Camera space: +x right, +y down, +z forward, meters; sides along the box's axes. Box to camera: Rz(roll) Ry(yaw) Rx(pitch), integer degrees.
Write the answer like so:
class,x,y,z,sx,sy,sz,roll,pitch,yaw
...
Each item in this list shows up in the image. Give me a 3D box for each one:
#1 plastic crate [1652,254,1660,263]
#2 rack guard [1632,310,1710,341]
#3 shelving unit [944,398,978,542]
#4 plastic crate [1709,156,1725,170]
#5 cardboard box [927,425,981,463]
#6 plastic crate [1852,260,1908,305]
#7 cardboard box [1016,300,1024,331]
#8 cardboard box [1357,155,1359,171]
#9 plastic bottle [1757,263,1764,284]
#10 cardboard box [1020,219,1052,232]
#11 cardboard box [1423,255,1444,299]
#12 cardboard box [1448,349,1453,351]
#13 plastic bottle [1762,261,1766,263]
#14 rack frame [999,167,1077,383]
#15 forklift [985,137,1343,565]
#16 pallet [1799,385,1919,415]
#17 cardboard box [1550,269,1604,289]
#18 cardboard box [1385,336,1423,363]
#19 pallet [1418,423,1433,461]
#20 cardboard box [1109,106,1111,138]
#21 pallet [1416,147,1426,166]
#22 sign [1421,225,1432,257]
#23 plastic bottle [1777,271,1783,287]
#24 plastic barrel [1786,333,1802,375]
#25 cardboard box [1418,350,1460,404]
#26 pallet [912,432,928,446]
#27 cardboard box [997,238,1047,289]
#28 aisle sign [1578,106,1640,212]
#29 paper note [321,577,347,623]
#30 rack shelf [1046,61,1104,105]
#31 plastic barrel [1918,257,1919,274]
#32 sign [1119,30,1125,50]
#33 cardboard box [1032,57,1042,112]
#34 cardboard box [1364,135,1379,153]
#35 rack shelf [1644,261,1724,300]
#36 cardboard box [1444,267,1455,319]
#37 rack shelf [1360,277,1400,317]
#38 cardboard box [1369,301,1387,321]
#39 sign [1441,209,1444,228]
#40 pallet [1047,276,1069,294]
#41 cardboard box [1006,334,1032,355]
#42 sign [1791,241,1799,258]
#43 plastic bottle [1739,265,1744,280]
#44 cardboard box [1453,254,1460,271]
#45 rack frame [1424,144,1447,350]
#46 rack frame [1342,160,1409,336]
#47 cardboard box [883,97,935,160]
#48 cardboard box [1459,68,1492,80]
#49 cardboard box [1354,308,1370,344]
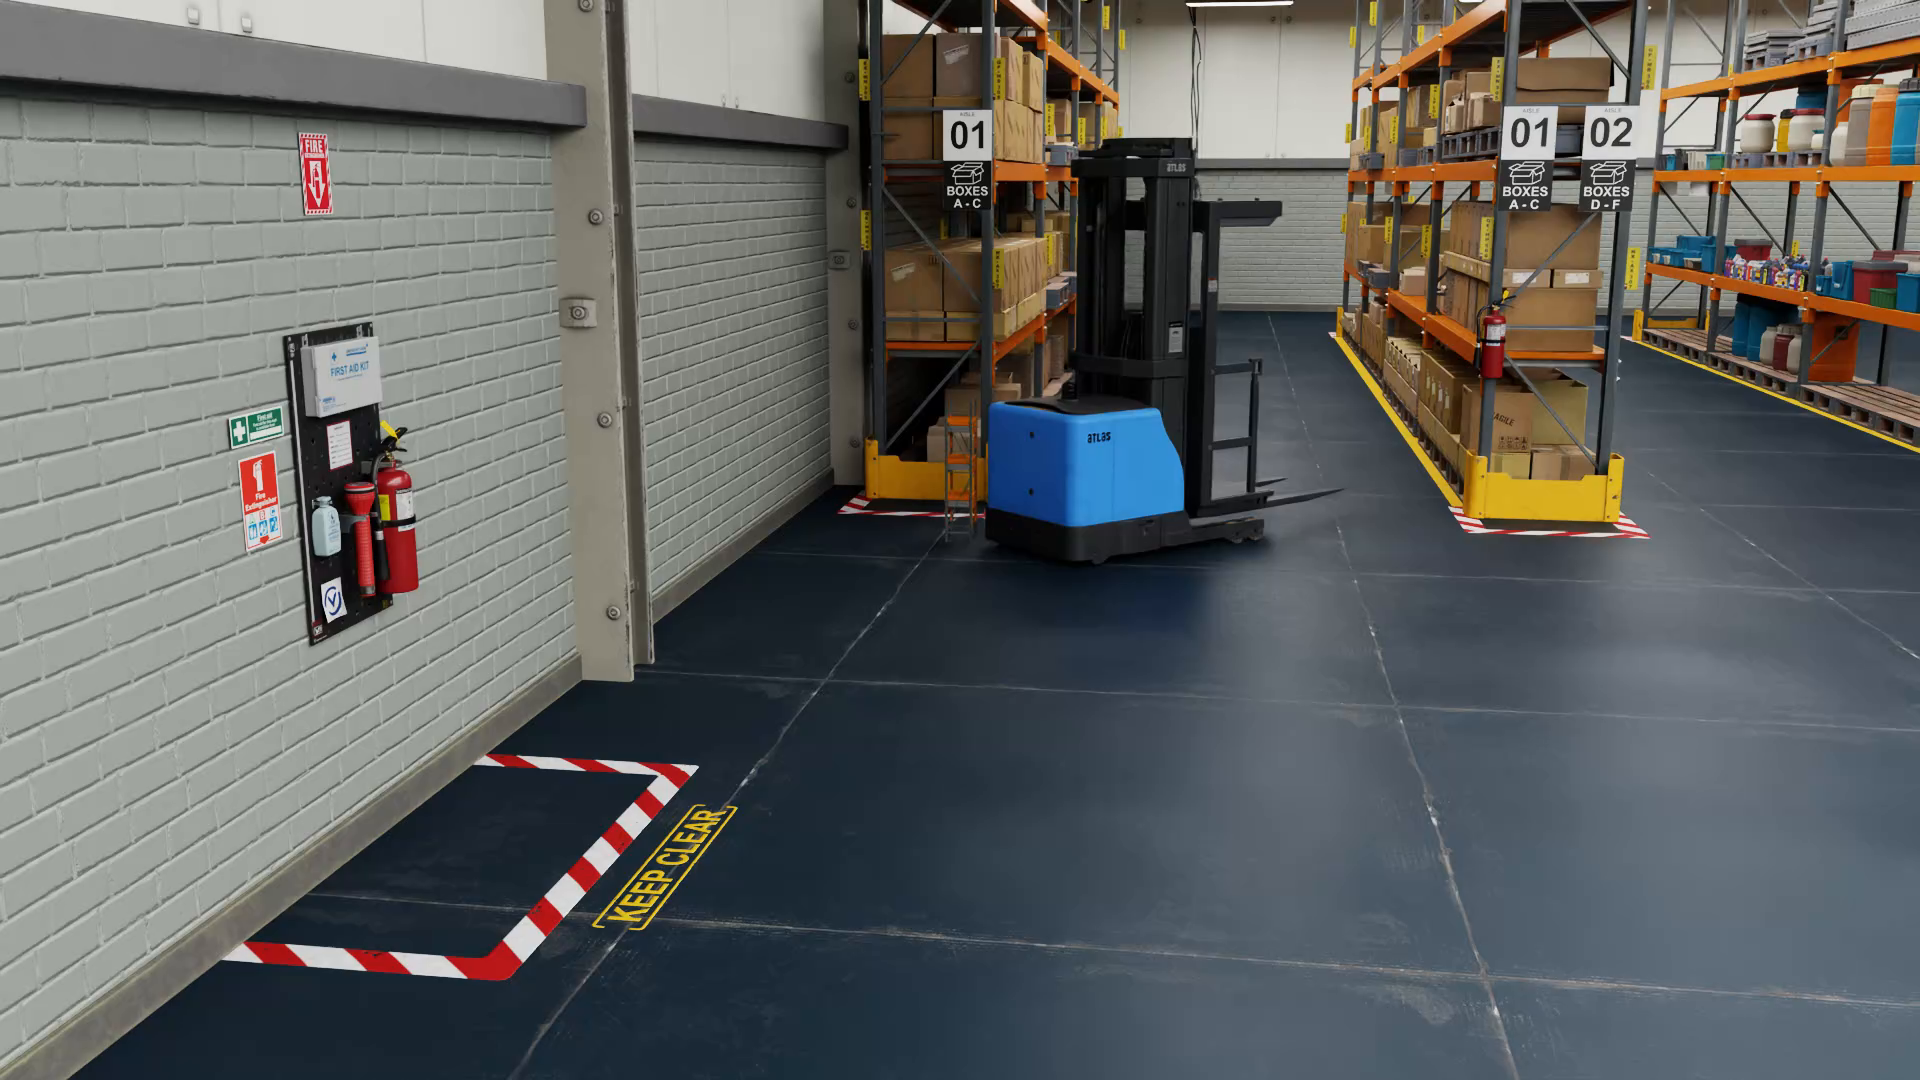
class,x,y,z,sx,sy,sz,roll,pitch,yaw
plastic crate,11.530,-4.630,27.339,0.250,0.136,0.298,2,12,9
rack guard,12.016,-3.617,28.092,1.175,0.500,0.348,2,12,9
shelving unit,0.008,-0.524,12.434,0.215,1.050,0.252,2,12,9
plastic crate,11.176,-5.462,24.101,0.450,0.188,0.662,2,12,9
cardboard box,-0.030,-0.866,14.730,0.500,0.311,0.500,0,12,2
plastic crate,10.243,-2.873,18.555,0.402,0.464,0.583,2,12,9
cardboard box,0.314,-2.067,15.271,0.500,0.250,0.500,2,12,8
cardboard box,6.565,-5.978,26.346,0.500,0.250,0.500,2,12,9
plastic bottle,10.724,-3.570,22.244,0.097,0.271,0.097,0,12,0
cardboard box,0.947,-3.930,20.790,0.380,0.149,0.250,0,12,-1
cardboard box,5.659,-3.029,19.191,0.500,0.500,0.500,1,12,6
cardboard box,5.830,-2.031,18.994,0.500,0.311,0.500,2,12,10
plastic bottle,10.970,-3.659,22.646,0.152,0.276,0.135,2,12,9
rack frame,1.005,-3.490,21.566,1.000,3.000,0.127,2,12,9
forklift,1.667,-1.487,12.434,3.031,2.935,1.130,-9,15,-36
pallet,10.637,-1.646,19.628,1.003,0.211,1.213,2,12,9
cardboard box,4.943,-2.105,13.365,0.380,0.149,0.250,2,12,8
cardboard box,5.530,-2.366,20.550,0.500,0.311,0.500,2,12,11
pallet,5.122,-0.970,16.493,1.003,0.211,1.213,2,12,9
cardboard box,2.151,-6.686,26.618,0.500,0.500,0.500,2,12,9
pallet,5.715,-4.327,18.779,1.003,0.211,1.213,2,12,11
sign,4.748,-3.040,16.920,0.100,0.325,0.005,2,12,9
plastic bottle,10.596,-3.363,21.448,0.097,0.201,0.097,0,12,0
plastic barrel,10.851,-2.381,21.328,0.421,0.512,0.421,0,12,0
cardboard box,4.905,-1.639,16.727,0.500,0.500,0.500,2,12,9
pallet,0.136,-0.898,16.160,1.003,0.211,1.213,2,12,9
cardboard box,0.623,-2.852,17.134,0.500,0.500,0.500,2,12,9
aisle sign,4.963,-2.912,12.714,0.394,0.787,0.004,2,12,9
paper note,-2.408,0.229,6.400,0.016,0.148,0.142,2,12,9
rack shelf,1.313,-6.292,22.984,1.077,0.370,4.000,2,12,9
plastic barrel,10.722,-2.837,18.216,0.433,0.535,0.433,0,12,0
sign,2.770,-8.562,28.459,0.100,0.325,0.005,2,12,9
cardboard box,0.507,-4.443,16.210,0.500,0.500,0.500,3,12,12
cardboard box,6.322,-5.910,24.846,0.500,0.250,0.500,2,12,9
rack shelf,11.717,-4.066,25.948,1.077,0.370,4.000,2,12,9
cardboard box,5.223,-2.454,16.521,0.700,0.500,0.500,2,12,7
rack shelf,6.208,-3.395,22.833,1.077,0.370,4.000,2,12,9
cardboard box,6.047,-3.221,23.430,0.500,0.250,0.500,2,12,9
sign,7.065,-4.711,24.487,0.100,0.325,0.005,2,12,9
pallet,0.741,-2.983,19.668,1.003,0.211,1.213,2,12,9
cardboard box,0.551,-2.262,18.980,0.500,0.250,0.500,2,12,7
sign,11.953,-4.118,23.827,0.100,0.325,0.005,2,12,9
plastic bottle,10.846,-3.701,23.016,0.097,0.201,0.097,0,12,0
cardboard box,4.937,-2.653,15.906,0.380,0.149,0.250,2,12,8
rack frame,5.285,-2.497,16.961,1.000,3.000,0.127,2,12,9
rack frame,7.131,-4.995,28.552,1.000,3.000,0.127,2,12,9
cardboard box,-0.411,-3.444,13.951,0.500,0.500,0.500,3,12,13
cardboard box,5.419,-4.589,17.128,0.500,0.500,0.500,2,12,9
cardboard box,6.323,-3.284,25.499,0.500,0.500,0.500,2,12,9
